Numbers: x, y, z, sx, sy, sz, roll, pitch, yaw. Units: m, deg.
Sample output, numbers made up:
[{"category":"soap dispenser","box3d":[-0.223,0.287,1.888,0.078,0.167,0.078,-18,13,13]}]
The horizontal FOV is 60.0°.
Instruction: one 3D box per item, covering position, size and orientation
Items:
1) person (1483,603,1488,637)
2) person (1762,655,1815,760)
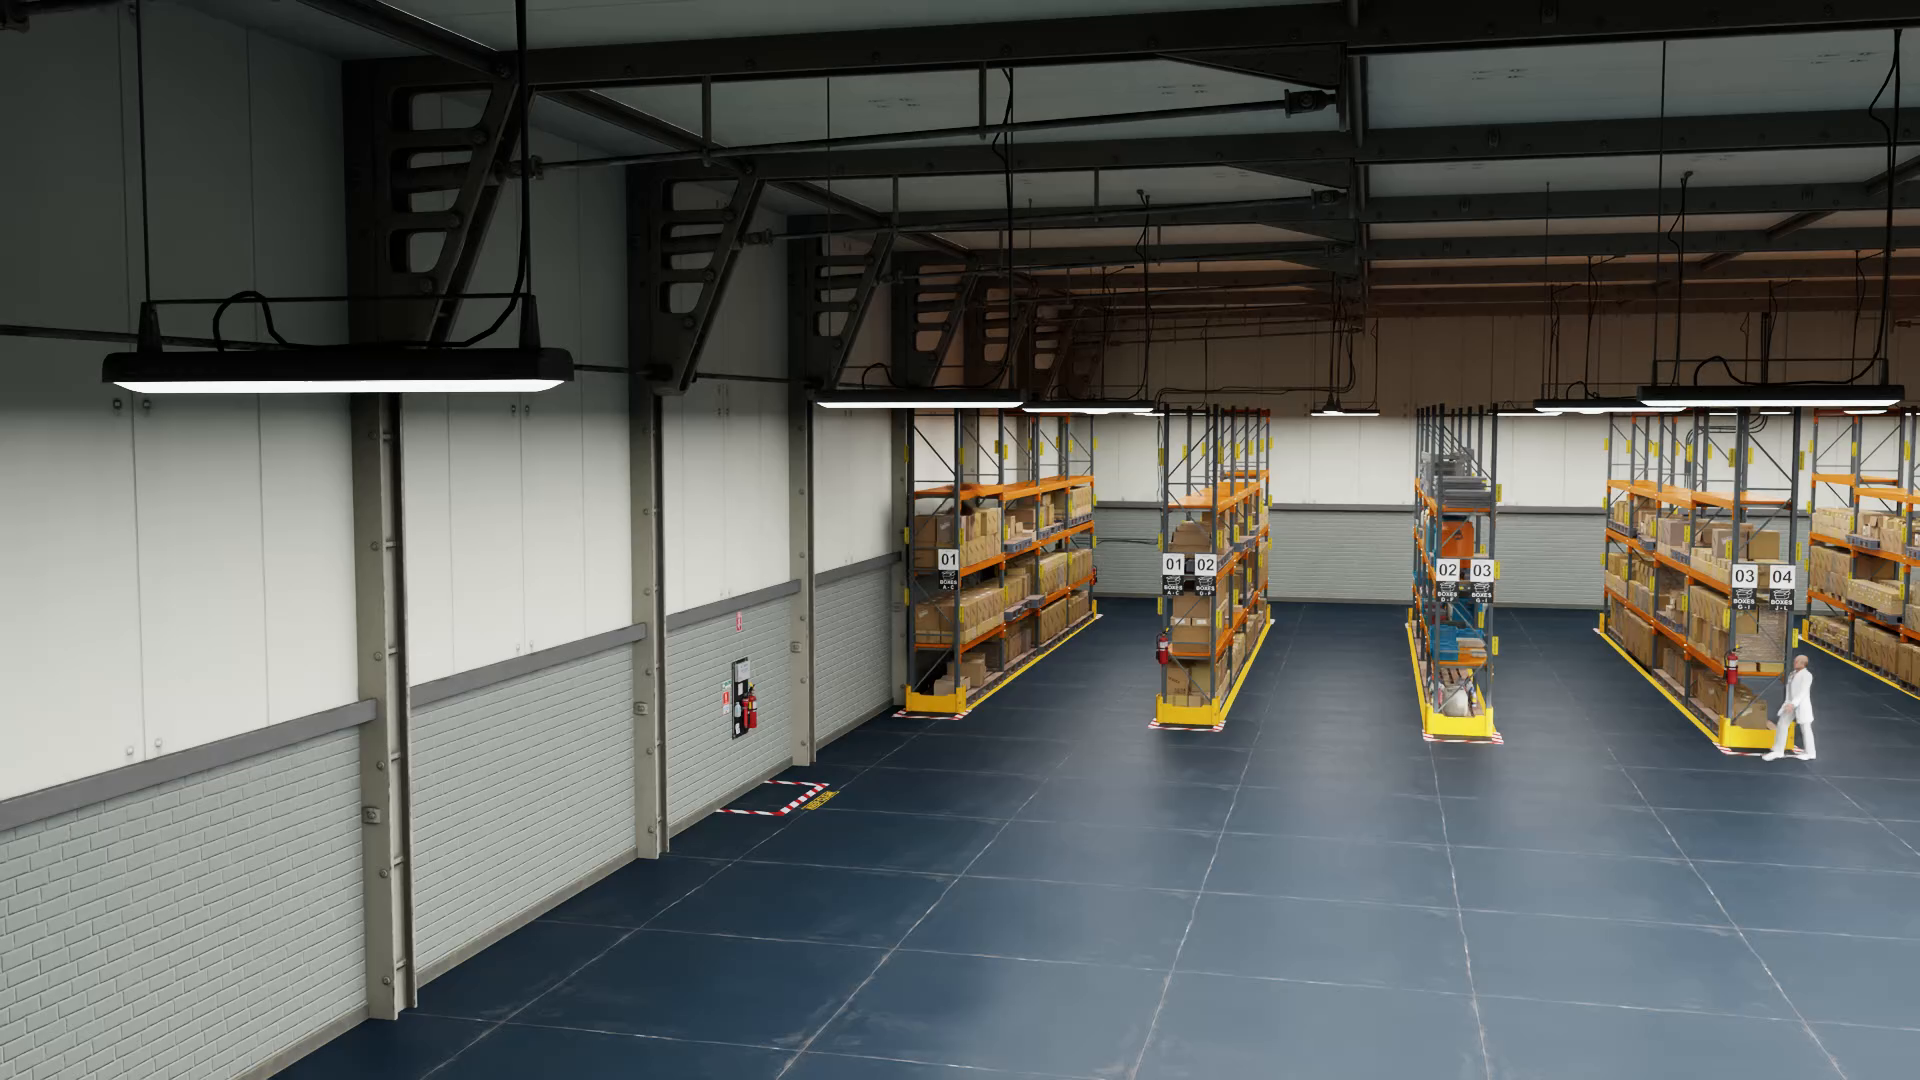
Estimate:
[{"category":"person","box3d":[13.557,1.674,43.365,0.646,1.802,0.416,-2,5,-29]},{"category":"person","box3d":[13.927,2.801,27.805,0.866,1.761,0.596,-2,5,-24]}]
